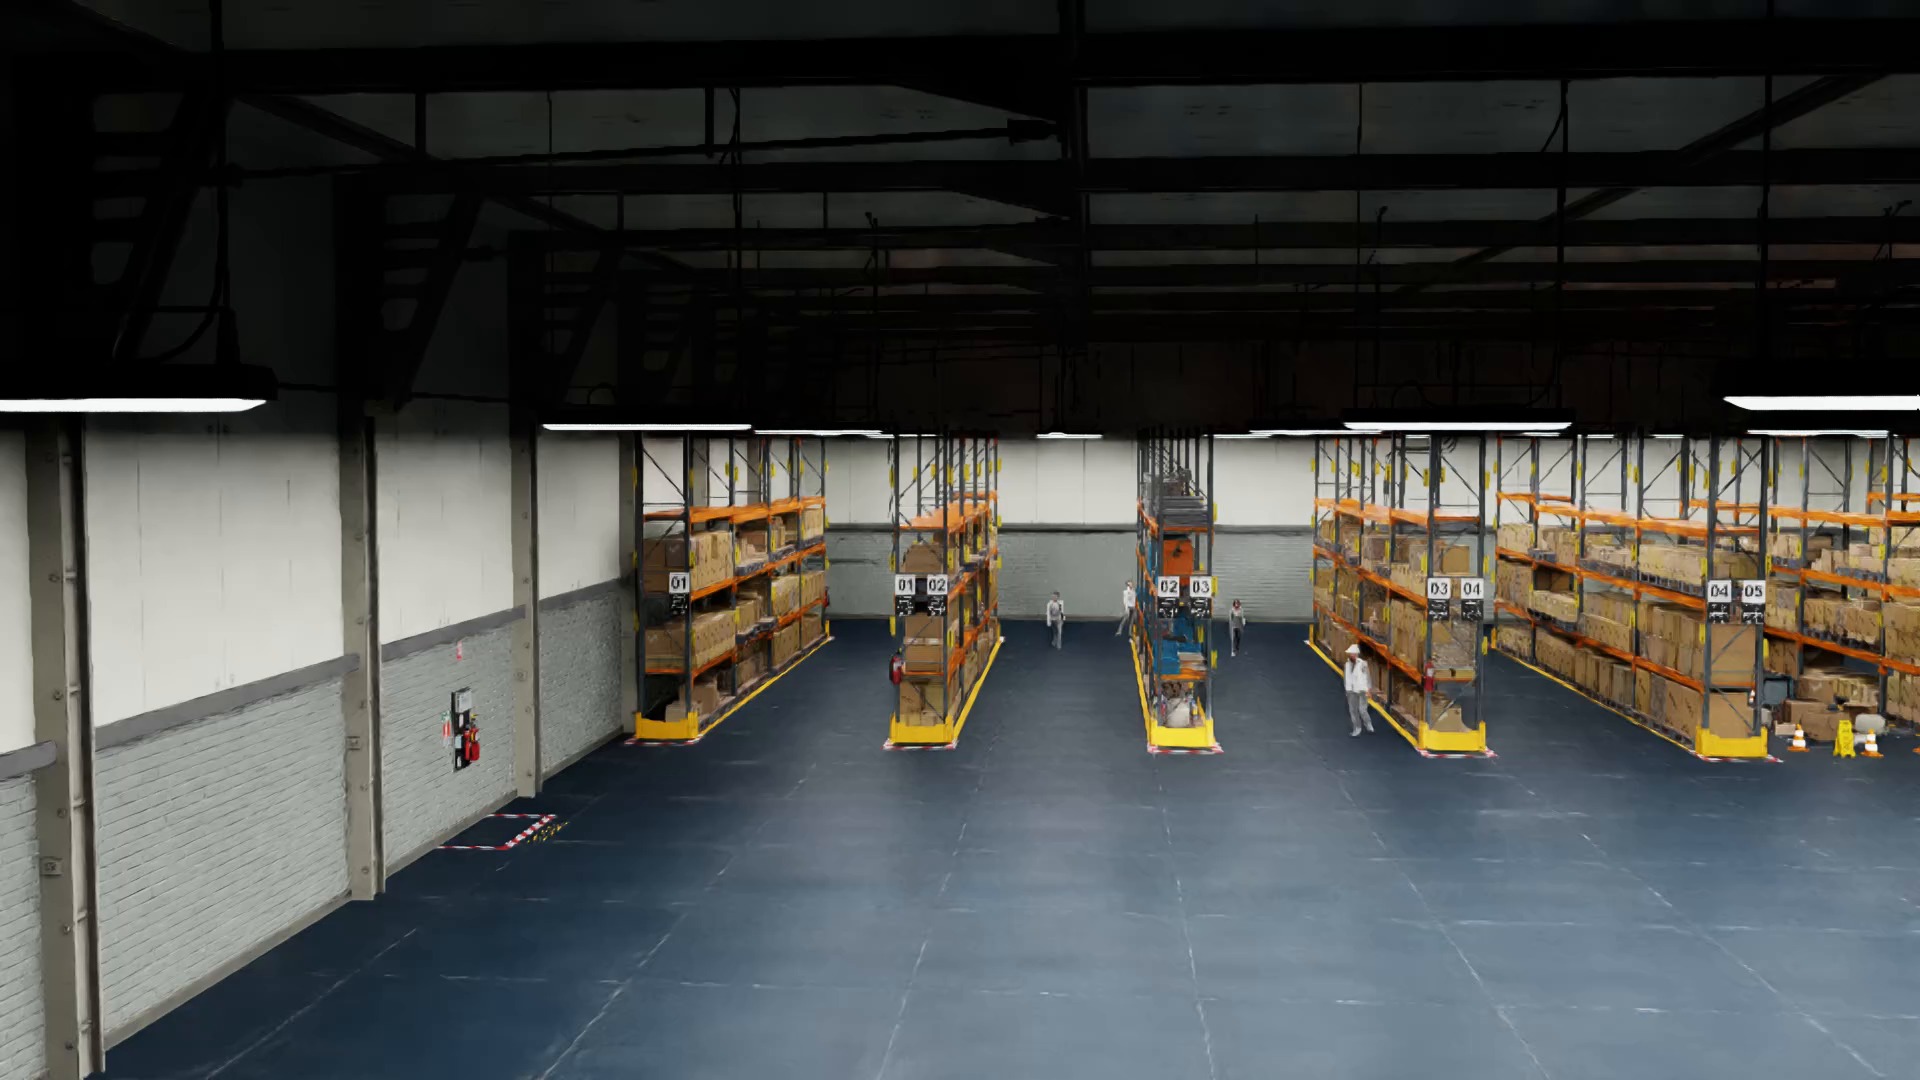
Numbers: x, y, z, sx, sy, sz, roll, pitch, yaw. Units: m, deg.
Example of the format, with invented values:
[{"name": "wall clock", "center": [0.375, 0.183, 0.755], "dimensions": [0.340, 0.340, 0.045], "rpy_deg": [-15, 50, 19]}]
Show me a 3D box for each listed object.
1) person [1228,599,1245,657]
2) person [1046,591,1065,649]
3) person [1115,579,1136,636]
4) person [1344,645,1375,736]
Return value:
[{"name": "person", "center": [7.330, 2.307, 44.025], "dimensions": [0.416, 1.499, 1.039], "rpy_deg": [0, 3, 3]}, {"name": "person", "center": [2.613, 2.172, 45.558], "dimensions": [0.495, 1.589, 1.086], "rpy_deg": [0, 3, 7]}, {"name": "person", "center": [4.859, 1.980, 48.656], "dimensions": [0.652, 1.659, 0.461], "rpy_deg": [-3, 5, -43]}, {"name": "person", "center": [7.722, 2.905, 32.239], "dimensions": [0.588, 1.768, 0.560], "rpy_deg": [3, 5, 42]}]
